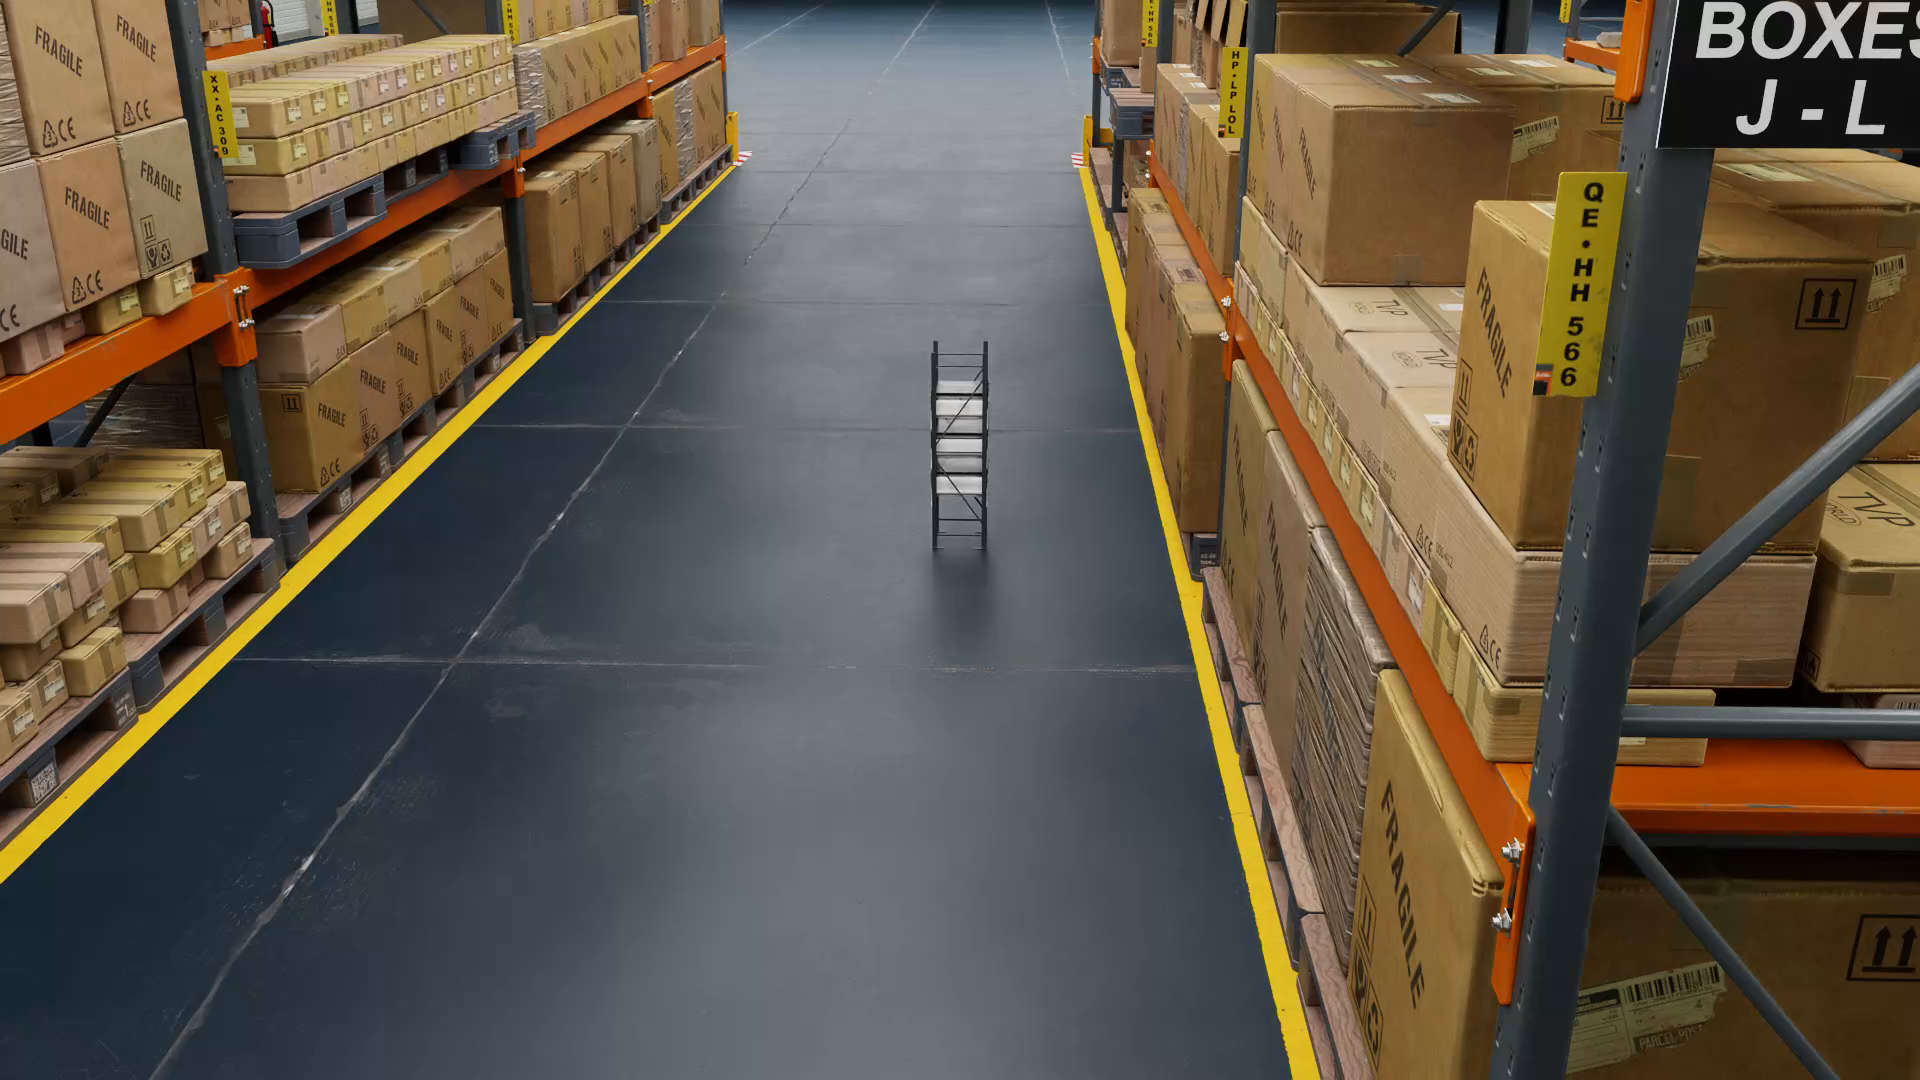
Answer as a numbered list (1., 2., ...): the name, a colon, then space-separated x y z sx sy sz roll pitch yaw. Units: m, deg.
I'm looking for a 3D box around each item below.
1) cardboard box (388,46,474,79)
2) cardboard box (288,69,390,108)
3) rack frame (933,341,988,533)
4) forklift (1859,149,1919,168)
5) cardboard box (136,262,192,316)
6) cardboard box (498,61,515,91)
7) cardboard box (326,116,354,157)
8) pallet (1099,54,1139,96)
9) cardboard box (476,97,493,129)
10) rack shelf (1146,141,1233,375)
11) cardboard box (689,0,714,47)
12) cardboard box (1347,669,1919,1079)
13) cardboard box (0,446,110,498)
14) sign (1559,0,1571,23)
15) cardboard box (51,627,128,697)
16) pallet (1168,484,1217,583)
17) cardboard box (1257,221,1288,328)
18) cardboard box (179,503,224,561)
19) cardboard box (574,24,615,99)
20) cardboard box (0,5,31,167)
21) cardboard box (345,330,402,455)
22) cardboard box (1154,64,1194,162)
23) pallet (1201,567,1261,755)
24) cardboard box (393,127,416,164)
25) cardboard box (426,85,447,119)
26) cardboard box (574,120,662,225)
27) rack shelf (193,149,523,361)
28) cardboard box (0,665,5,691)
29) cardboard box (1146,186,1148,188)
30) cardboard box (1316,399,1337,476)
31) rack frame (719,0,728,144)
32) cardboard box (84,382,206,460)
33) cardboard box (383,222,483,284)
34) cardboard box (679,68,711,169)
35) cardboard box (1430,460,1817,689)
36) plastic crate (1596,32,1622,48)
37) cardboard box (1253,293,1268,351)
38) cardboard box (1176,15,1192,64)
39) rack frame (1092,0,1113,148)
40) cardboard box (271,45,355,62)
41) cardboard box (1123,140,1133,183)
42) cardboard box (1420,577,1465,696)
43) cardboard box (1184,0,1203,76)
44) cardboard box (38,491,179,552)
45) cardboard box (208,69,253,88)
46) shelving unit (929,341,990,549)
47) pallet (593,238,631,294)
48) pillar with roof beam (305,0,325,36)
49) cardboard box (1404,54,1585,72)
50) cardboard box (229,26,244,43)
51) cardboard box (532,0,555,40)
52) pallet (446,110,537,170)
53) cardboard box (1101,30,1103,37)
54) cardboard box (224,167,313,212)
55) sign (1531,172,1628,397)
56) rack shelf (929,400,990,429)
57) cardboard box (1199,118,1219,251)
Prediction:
1. cardboard box: -2.855 -2.578 8.971 0.380 0.149 0.250 1 21 3
2. cardboard box: -2.896 -2.110 7.764 0.380 0.149 0.250 0 21 1
3. rack frame: 0.003 -0.453 7.453 0.240 0.900 0.006 1 21 2
4. forklift: 3.736 -1.053 6.191 1.130 2.935 3.031 3 21 8
5. cardboard box: -3.072 -0.923 6.108 0.380 0.149 0.250 0 21 0
6. cardboard box: -2.836 -2.720 9.748 0.380 0.149 0.250 1 21 3
7. cardboard box: -2.913 -1.782 7.330 0.380 0.149 0.250 1 21 3
8. pallet: 1.631 -3.677 13.125 1.003 0.211 1.213 1 21 2
9. cardboard box: -2.849 -2.399 9.331 0.380 0.149 0.250 1 21 3
10. rack shelf: 1.617 -1.537 8.337 1.077 0.370 4.000 1 21 2
11. cardboard box: -2.994 -5.315 16.873 0.875 0.550 0.550 1 21 2
12. cardboard box: 1.374 0.860 3.523 0.875 0.875 0.875 1 21 2
13. cardboard box: -3.616 -0.262 6.595 0.380 0.149 0.250 1 21 4
14. sign: 6.322 -5.570 17.355 0.100 0.325 0.005 1 21 2
15. cardboard box: -3.101 0.413 5.678 0.380 0.149 0.250 1 21 2
16. pallet: 1.505 -0.129 7.569 1.003 0.211 1.213 1 21 2
17. cardboard box: 1.260 -0.871 5.423 0.500 0.250 0.500 1 21 1
18. cardboard box: -3.086 -0.030 6.409 0.380 0.149 0.250 0 21 -1
19. cardboard box: -2.934 -3.622 12.579 0.500 0.500 0.500 1 21 2
20. cardboard box: -3.182 -1.347 4.921 0.500 0.500 0.500 1 21 3
21. cardboard box: -3.096 -0.726 8.129 0.500 0.500 0.500 2 21 4
22. cardboard box: 1.391 -2.469 9.608 0.500 0.500 0.500 1 21 3
23. pallet: 1.455 0.425 6.142 1.003 0.211 1.213 1 21 2
24. cardboard box: -2.892 -1.928 8.119 0.380 0.149 0.250 0 21 1
25. cardboard box: -2.873 -2.254 8.546 0.380 0.149 0.250 1 21 3
26. cardboard box: -3.084 -3.054 13.783 1.050 0.750 0.750 1 21 1
27. rack shelf: -3.337 -1.628 8.572 1.077 0.370 4.000 1 21 2
28. cardboard box: -3.249 0.442 5.193 0.380 0.149 0.250 2 21 4
29. cardboard box: 1.693 -2.283 12.114 0.700 0.500 0.500 2 21 6
30. cardboard box: 1.163 -0.271 4.427 0.380 0.149 0.250 1 21 3
31. rack frame: -3.033 -5.579 17.761 1.000 3.000 0.127 1 21 2
32. cardboard box: -3.627 -0.541 7.651 0.500 0.500 0.500 0 21 1
33. cardboard box: -3.040 -1.634 9.431 0.500 0.250 0.500 1 21 2
34. cardboard box: -3.012 -4.220 16.615 0.875 0.875 0.875 0 21 1
35. cardboard box: 1.184 0.050 3.049 0.500 0.250 0.500 0 21 1
36. plastic crate: 6.523 -4.990 16.608 0.298 0.136 0.250 1 21 2
37. cardboard box: 1.200 -0.738 5.632 0.380 0.149 0.250 1 21 3
38. cardboard box: 1.655 -3.033 10.481 0.500 0.500 0.500 -2 21 -5
39. rack frame: 1.922 -5.488 17.526 1.000 3.000 0.127 1 21 2
40. cardboard box: -3.510 -2.596 9.017 0.380 0.149 0.250 0 21 -1
41. cardboard box: 1.802 -3.649 15.661 0.500 0.500 0.500 -1 21 -3
42. cardboard box: 1.123 0.188 3.245 0.380 0.149 0.250 1 21 2
43. cardboard box: 1.640 -2.845 9.190 0.797 0.503 0.637 1 21 3
44. cardboard box: -3.117 -0.070 6.100 0.380 0.149 0.250 0 21 1
45. cardboard box: -3.545 -2.118 7.785 0.380 0.149 0.250 0 21 0
46. shelving unit: 0.000 -0.417 7.359 0.258 0.900 0.210 1 21 2
47. pallet: -3.137 -2.111 12.677 1.003 0.211 1.213 1 21 2
48. pillar with roof beam: -9.017 -14.666 32.887 9.100 9.000 0.400 1 21 2
49. cardboard box: 1.810 -1.398 5.745 0.500 0.500 0.500 1 21 3
50. cardboard box: -7.678 -5.249 17.258 0.380 0.149 0.250 0 21 1
51. cardboard box: -3.225 -3.730 11.474 0.700 0.500 0.500 0 21 1
52. pallet: -3.192 -2.338 9.673 1.213 0.211 1.003 1 21 2
53. cardboard box: 1.625 -5.090 16.847 0.380 0.149 0.250 1 21 2
54. cardboard box: -2.926 -1.456 6.902 0.380 0.149 0.250 0 21 -1
55. sign: 0.893 -0.364 2.392 0.100 0.325 0.005 1 21 2
56. rack shelf: 0.000 -0.553 7.306 0.258 0.077 0.200 1 21 2
57. cardboard box: 1.320 -1.547 7.230 0.500 0.500 0.500 1 21 3
